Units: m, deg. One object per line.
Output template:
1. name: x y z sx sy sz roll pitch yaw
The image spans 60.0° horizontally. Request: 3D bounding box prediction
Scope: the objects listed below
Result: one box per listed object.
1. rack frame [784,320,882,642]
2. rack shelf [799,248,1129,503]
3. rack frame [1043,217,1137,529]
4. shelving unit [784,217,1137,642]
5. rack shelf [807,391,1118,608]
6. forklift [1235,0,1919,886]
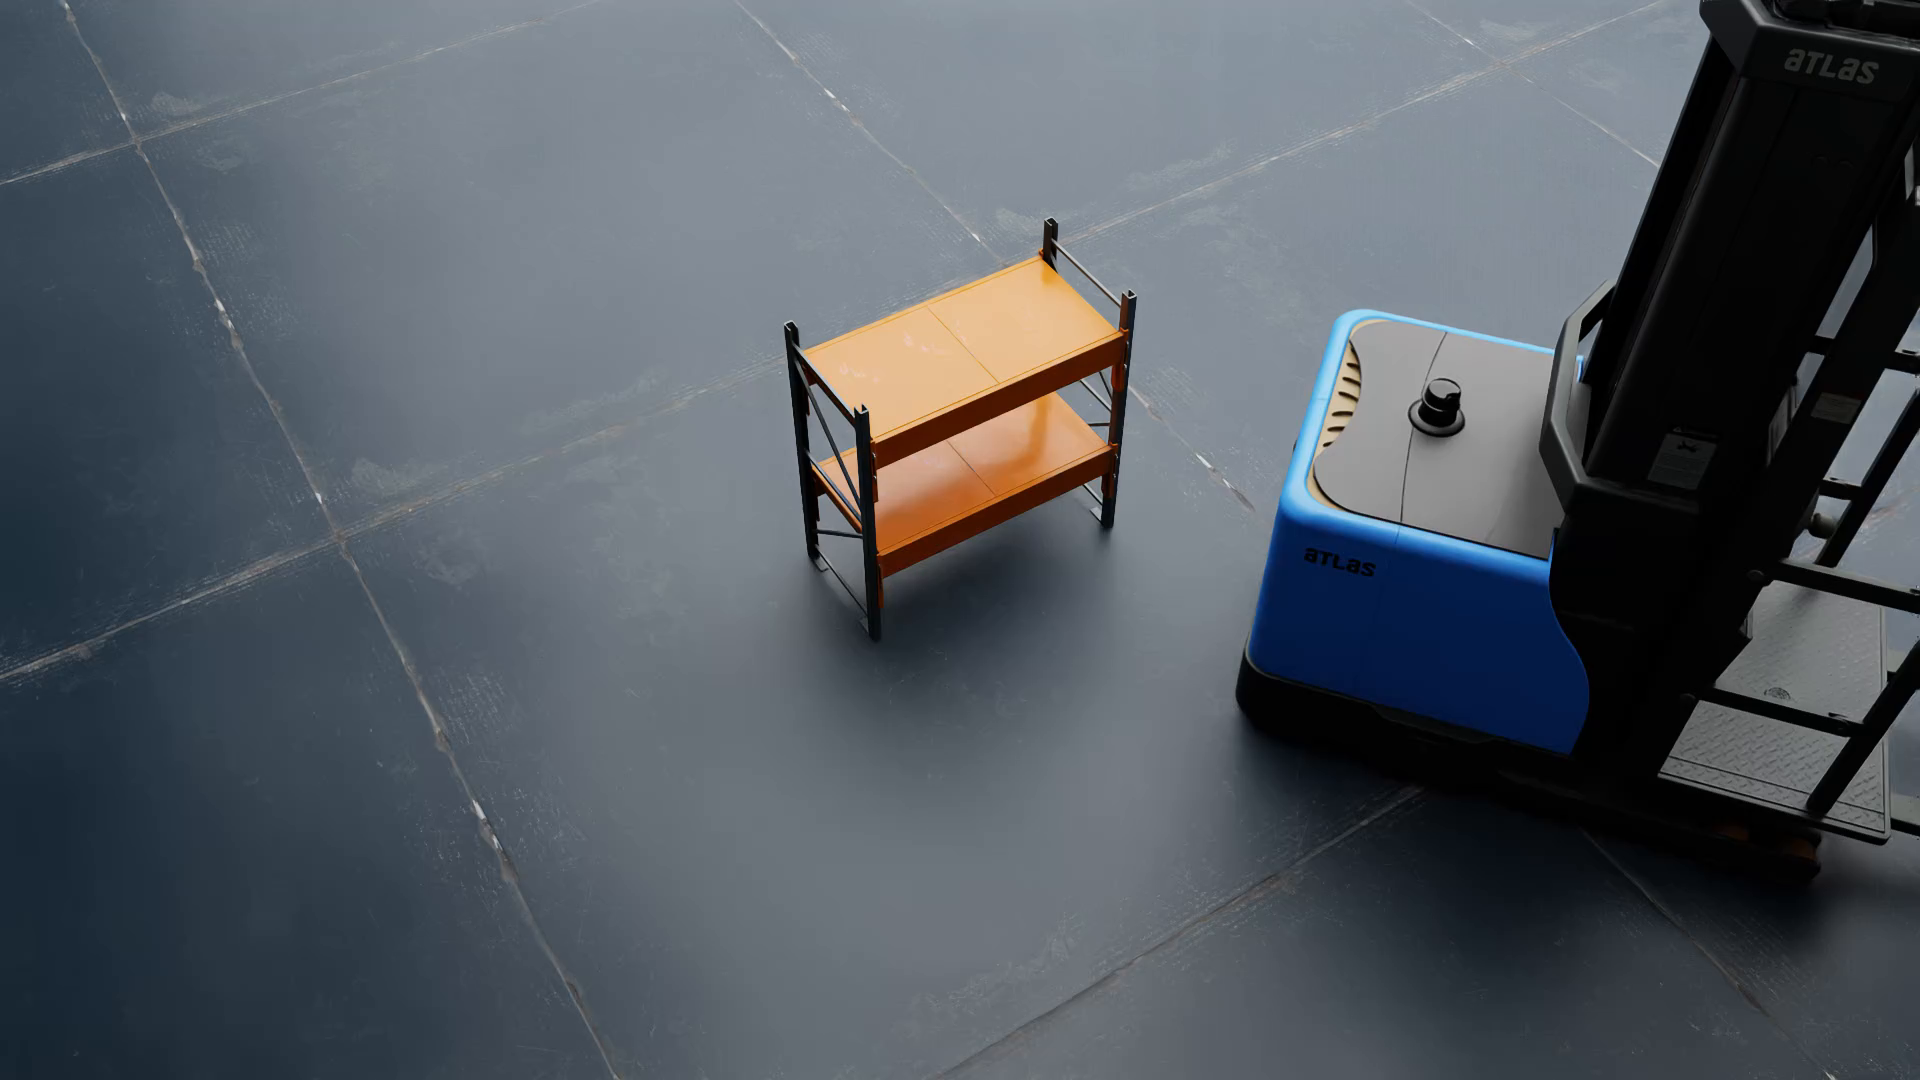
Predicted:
1. rack frame: -0.424 -0.174 5.652 0.032 1.125 0.500 -25 53 -21
2. rack shelf: 0.006 -0.571 5.614 1.000 0.278 0.538 -25 53 -21
3. rack frame: 0.436 -0.579 6.013 0.032 1.125 0.500 -25 53 -21
4. shelving unit: 0.006 -0.377 5.832 1.048 1.125 0.538 -25 53 -21
5. rack shelf: 0.006 -0.214 6.015 1.000 0.278 0.538 -25 53 -21
6. forklift: 2.515 -0.337 4.588 3.031 2.935 1.130 15 50 13
